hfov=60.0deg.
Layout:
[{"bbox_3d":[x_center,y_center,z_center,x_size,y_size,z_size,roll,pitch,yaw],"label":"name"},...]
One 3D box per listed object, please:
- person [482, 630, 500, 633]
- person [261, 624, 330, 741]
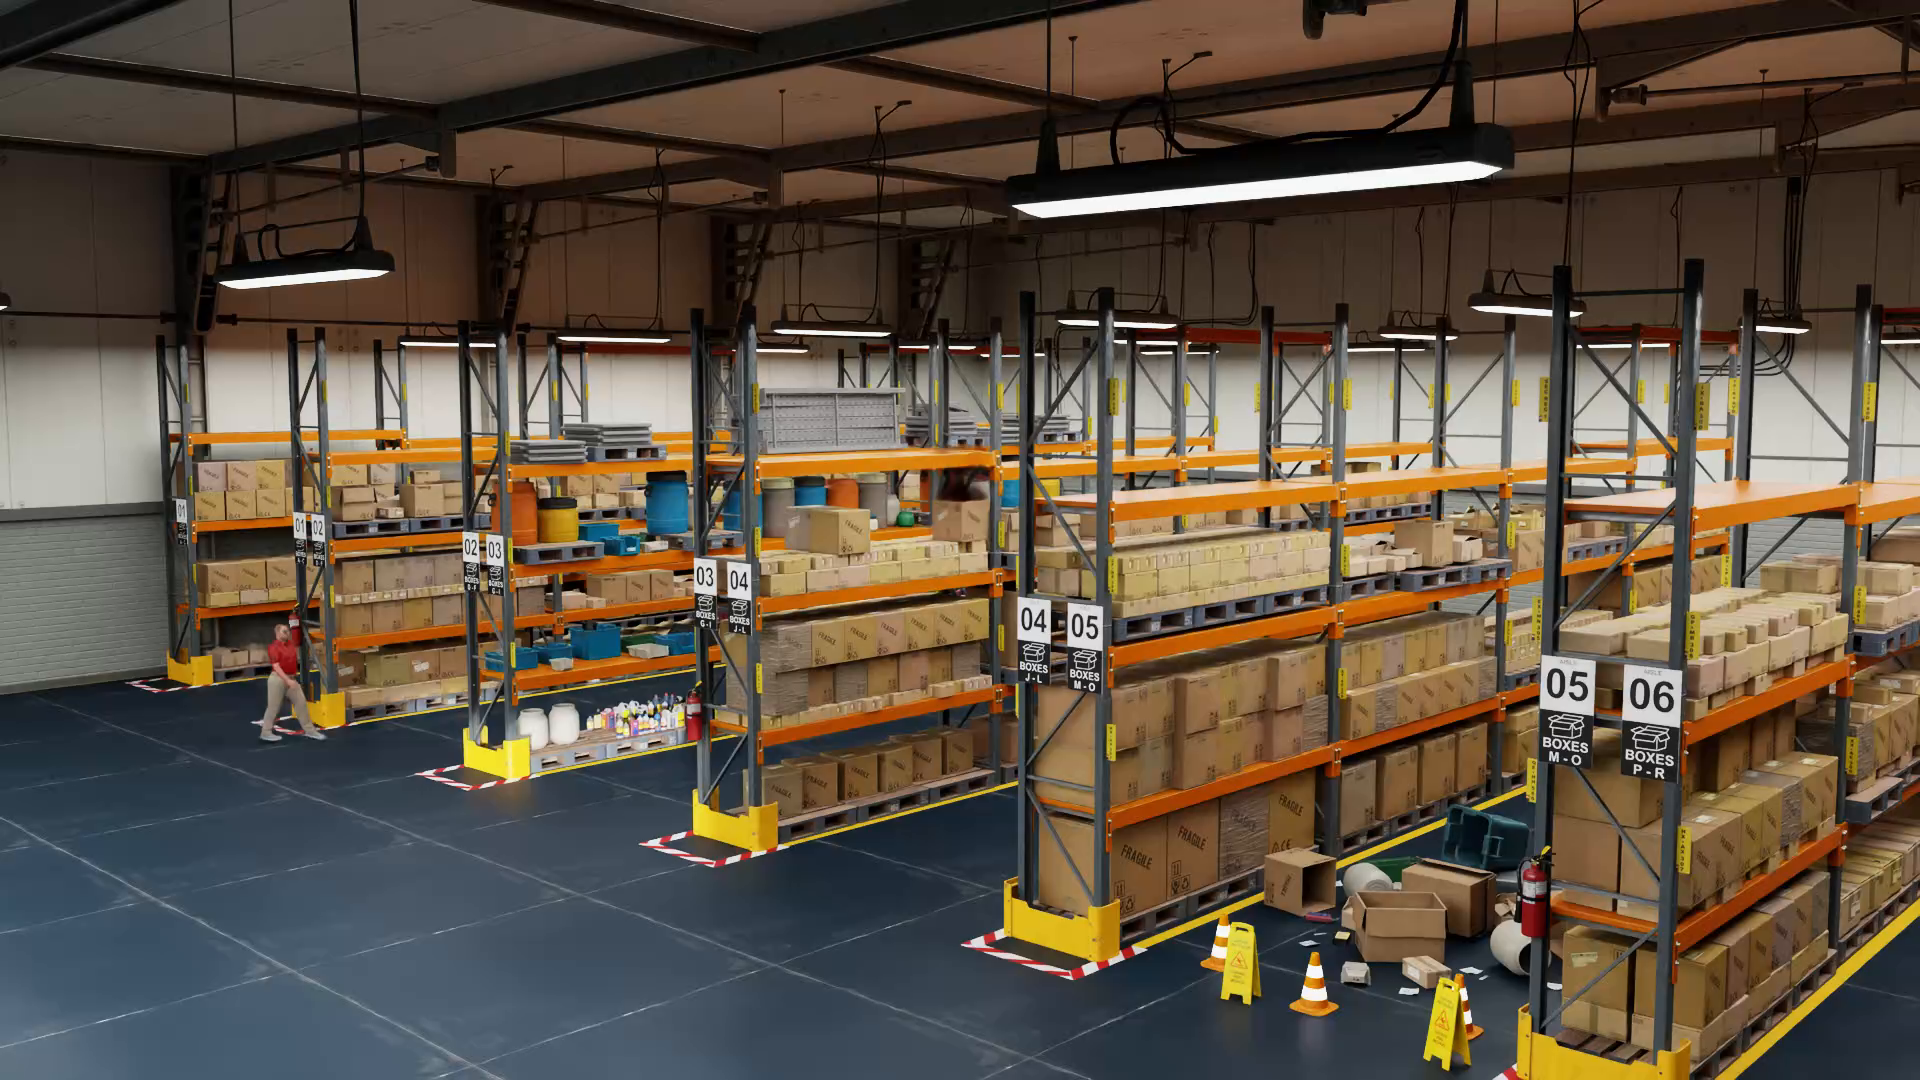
[{"bbox_3d":[-8.713,1.489,30.620,0.556,1.633,0.409,0,5,-3],"label":"person"},{"bbox_3d":[-9.630,2.052,23.949,0.940,1.688,0.561,1,5,10],"label":"person"}]
